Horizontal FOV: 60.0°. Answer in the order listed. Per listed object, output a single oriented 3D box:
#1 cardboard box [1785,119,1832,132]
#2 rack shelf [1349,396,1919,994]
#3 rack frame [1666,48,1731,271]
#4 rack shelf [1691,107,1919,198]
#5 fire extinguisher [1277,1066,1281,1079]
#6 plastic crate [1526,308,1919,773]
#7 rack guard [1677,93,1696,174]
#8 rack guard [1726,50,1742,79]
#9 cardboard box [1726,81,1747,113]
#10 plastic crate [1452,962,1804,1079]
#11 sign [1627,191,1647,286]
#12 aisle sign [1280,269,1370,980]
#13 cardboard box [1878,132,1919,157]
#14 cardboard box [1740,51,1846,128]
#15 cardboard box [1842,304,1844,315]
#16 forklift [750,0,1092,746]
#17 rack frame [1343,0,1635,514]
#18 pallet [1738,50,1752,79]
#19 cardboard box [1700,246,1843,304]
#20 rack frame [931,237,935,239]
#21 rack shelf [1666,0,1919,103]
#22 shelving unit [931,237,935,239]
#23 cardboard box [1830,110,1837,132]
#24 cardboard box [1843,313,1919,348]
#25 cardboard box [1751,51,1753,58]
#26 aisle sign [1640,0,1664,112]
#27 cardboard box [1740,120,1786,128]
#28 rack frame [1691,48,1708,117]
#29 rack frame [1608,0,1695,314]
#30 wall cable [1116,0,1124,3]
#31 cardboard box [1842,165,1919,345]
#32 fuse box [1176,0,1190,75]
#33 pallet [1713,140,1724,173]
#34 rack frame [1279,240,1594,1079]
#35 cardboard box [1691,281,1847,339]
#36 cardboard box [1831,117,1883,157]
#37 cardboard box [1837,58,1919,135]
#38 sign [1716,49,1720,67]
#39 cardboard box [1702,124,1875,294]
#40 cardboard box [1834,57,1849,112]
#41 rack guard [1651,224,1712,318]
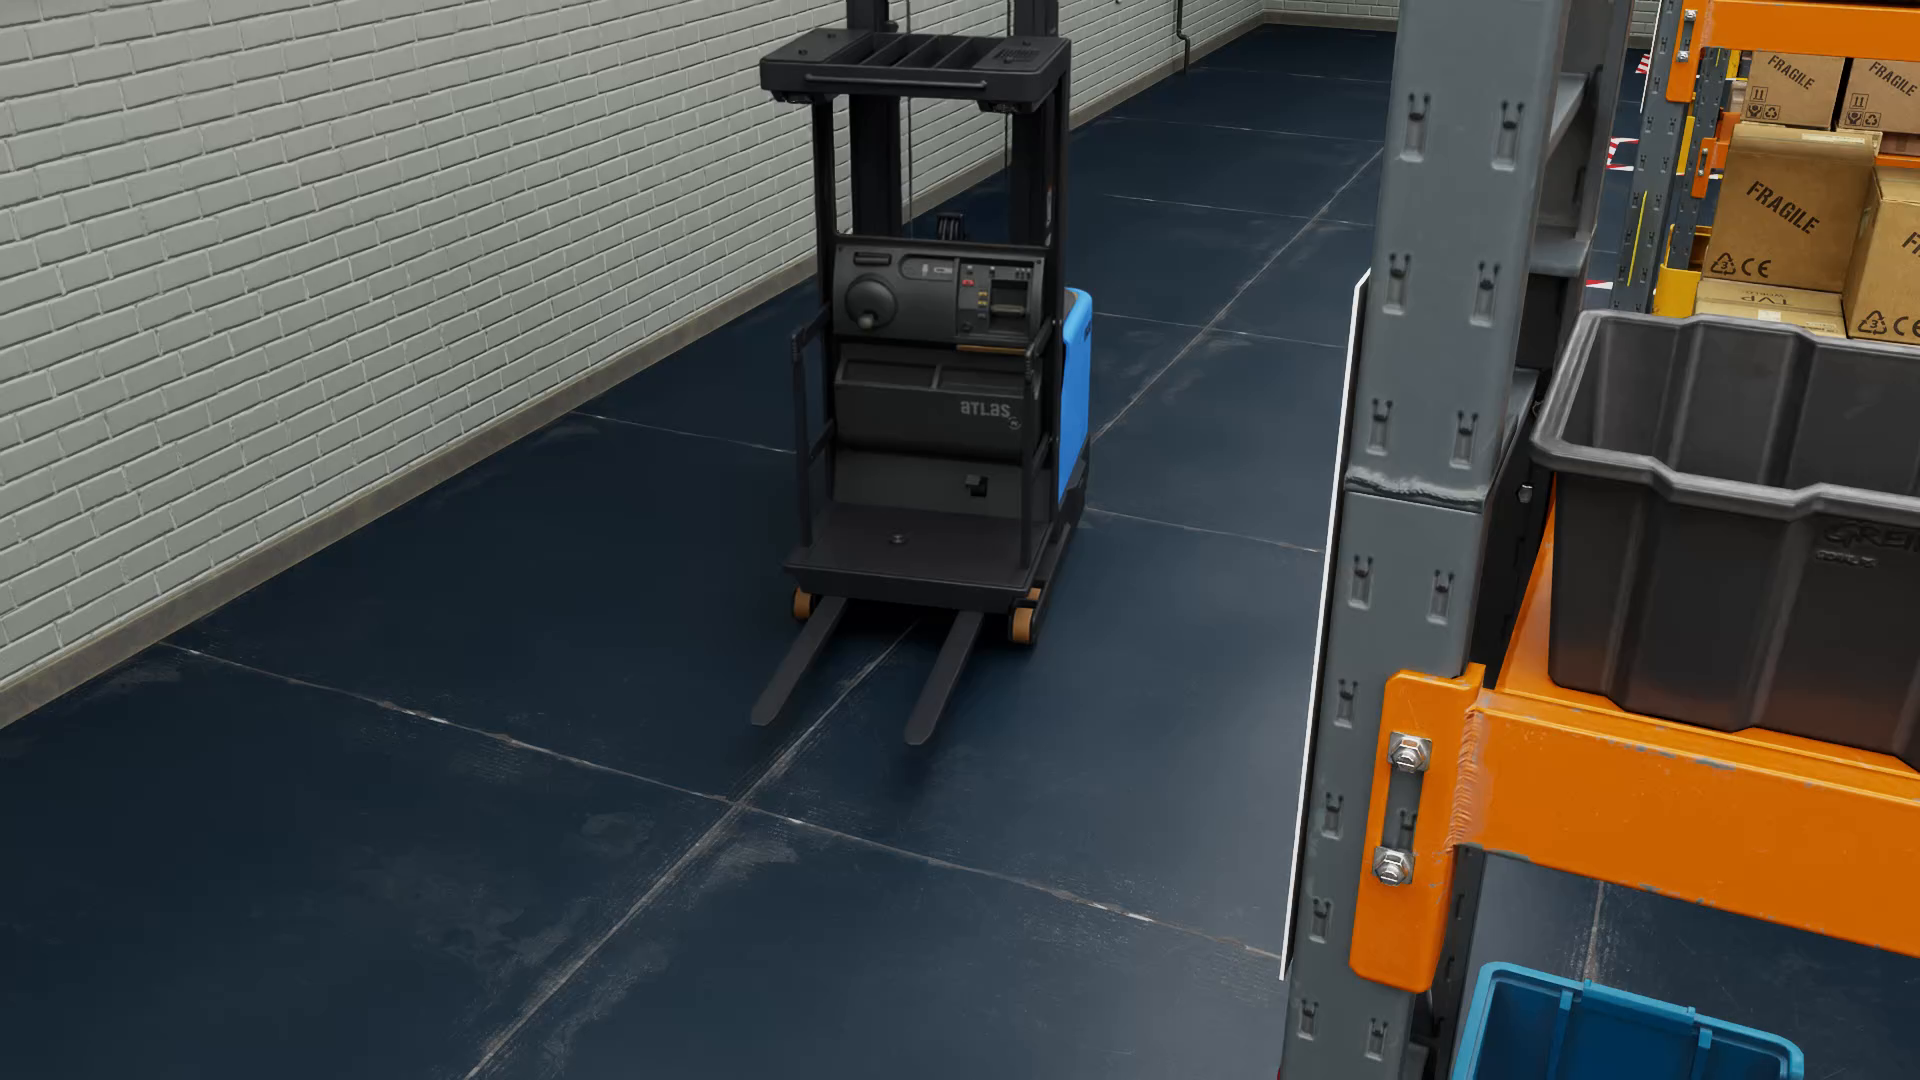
[{"bbox_3d":[5.226,-2.524,10.265,0.250,0.149,0.380,12,29,24],"label":"cardboard box"},{"bbox_3d":[2.443,0.453,1.353,4.000,0.370,1.077,11,28,22],"label":"rack shelf"},{"bbox_3d":[4.818,-2.857,10.658,0.127,3.000,1.000,11,28,22],"label":"rack frame"},{"bbox_3d":[6.638,-2.169,10.074,4.000,0.370,1.077,11,28,22],"label":"rack shelf"},{"bbox_3d":[0.673,1.102,3.126,0.183,0.674,0.296,11,28,22],"label":"fire extinguisher"},{"bbox_3d":[0.857,0.005,1.595,0.590,0.269,0.497,11,28,22],"label":"plastic crate"},{"bbox_3d":[6.753,-3.749,15.299,0.348,0.500,1.175,11,28,22],"label":"rack guard"},{"bbox_3d":[8.895,-5.727,19.317,0.348,0.500,1.175,11,28,22],"label":"rack guard"},{"bbox_3d":[7.417,-3.825,15.048,0.875,0.438,0.875,10,28,20],"label":"cardboard box"},{"bbox_3d":[1.004,1.053,2.607,0.499,0.435,0.616,11,28,22],"label":"plastic crate"},{"bbox_3d":[2.437,-1.083,5.985,0.005,0.325,0.100,11,28,22],"label":"sign"},{"bbox_3d":[0.434,0.050,1.810,0.004,0.787,0.394,11,28,22],"label":"aisle sign"},{"bbox_3d":[5.741,-2.461,10.137,0.250,0.149,0.380,13,29,24],"label":"cardboard box"},{"bbox_3d":[5.112,-2.843,10.178,0.500,0.500,0.500,13,29,24],"label":"cardboard box"},{"bbox_3d":[3.685,-0.873,6.460,0.500,0.250,0.500,11,28,21],"label":"cardboard box"},{"bbox_3d":[-0.142,-1.036,7.036,1.130,2.935,3.031,6,27,11],"label":"forklift"},{"bbox_3d":[0.622,-1.582,1.275,0.127,3.000,1.000,11,28,22],"label":"rack frame"},{"bbox_3d":[9.621,-5.452,19.086,1.213,0.211,1.003,11,28,22],"label":"pallet"},{"bbox_3d":[3.223,-0.966,6.649,0.500,0.250,0.500,11,28,21],"label":"cardboard box"},{"bbox_3d":[-0.166,-1.012,8.946,0.015,1.200,0.240,5,27,11],"label":"rack frame"},{"bbox_3d":[4.493,-1.539,5.398,4.000,0.370,1.077,11,28,22],"label":"rack shelf"},{"bbox_3d":[0.073,-0.989,8.901,0.503,1.200,0.258,5,27,11],"label":"shelving unit"},{"bbox_3d":[5.677,-2.698,10.619,0.250,0.149,0.380,11,28,21],"label":"cardboard box"},{"bbox_3d":[3.474,-0.659,6.026,0.500,0.250,0.500,11,28,21],"label":"cardboard box"},{"bbox_3d":[9.343,-5.781,18.947,0.637,0.503,0.797,10,28,20],"label":"cardboard box"},{"bbox_3d":[2.483,-1.940,5.852,0.004,0.787,0.394,11,28,22],"label":"aisle sign"},{"bbox_3d":[4.977,-2.554,10.325,0.250,0.149,0.380,11,28,21],"label":"cardboard box"},{"bbox_3d":[6.775,-4.866,14.738,0.127,3.000,1.000,11,28,22],"label":"rack frame"},{"bbox_3d":[2.672,-0.882,6.645,0.127,3.000,1.000,11,28,22],"label":"rack frame"},{"bbox_3d":[1.632,-6.358,16.582,0.123,1.953,0.585,11,28,22],"label":"wall cable"},{"bbox_3d":[3.453,-0.996,5.862,0.500,0.500,0.500,11,28,21],"label":"cardboard box"},{"bbox_3d":[2.634,-6.128,18.759,0.414,1.711,0.539,11,28,22],"label":"fuse box"},{"bbox_3d":[7.535,-3.500,15.121,1.213,0.211,1.003,11,28,22],"label":"pallet"},{"bbox_3d":[0.622,1.110,2.600,0.127,3.000,1.000,11,28,22],"label":"rack frame"},{"bbox_3d":[2.998,-0.751,6.213,0.500,0.250,0.500,11,28,20],"label":"cardboard box"},{"bbox_3d":[5.448,-2.453,10.121,0.250,0.149,0.380,11,28,20],"label":"cardboard box"},{"bbox_3d":[5.610,-2.755,10.000,0.500,0.500,0.500,11,28,22],"label":"cardboard box"},{"bbox_3d":[4.593,-3.028,10.023,0.005,0.325,0.100,11,28,22],"label":"sign"},{"bbox_3d":[3.225,-1.301,6.480,0.500,0.500,0.500,12,29,22],"label":"cardboard box"},{"bbox_3d":[5.800,-2.961,10.418,0.500,0.500,0.500,11,28,21],"label":"cardboard box"},{"bbox_3d":[4.887,-1.722,11.182,0.348,0.500,1.175,11,28,22],"label":"rack guard"}]
